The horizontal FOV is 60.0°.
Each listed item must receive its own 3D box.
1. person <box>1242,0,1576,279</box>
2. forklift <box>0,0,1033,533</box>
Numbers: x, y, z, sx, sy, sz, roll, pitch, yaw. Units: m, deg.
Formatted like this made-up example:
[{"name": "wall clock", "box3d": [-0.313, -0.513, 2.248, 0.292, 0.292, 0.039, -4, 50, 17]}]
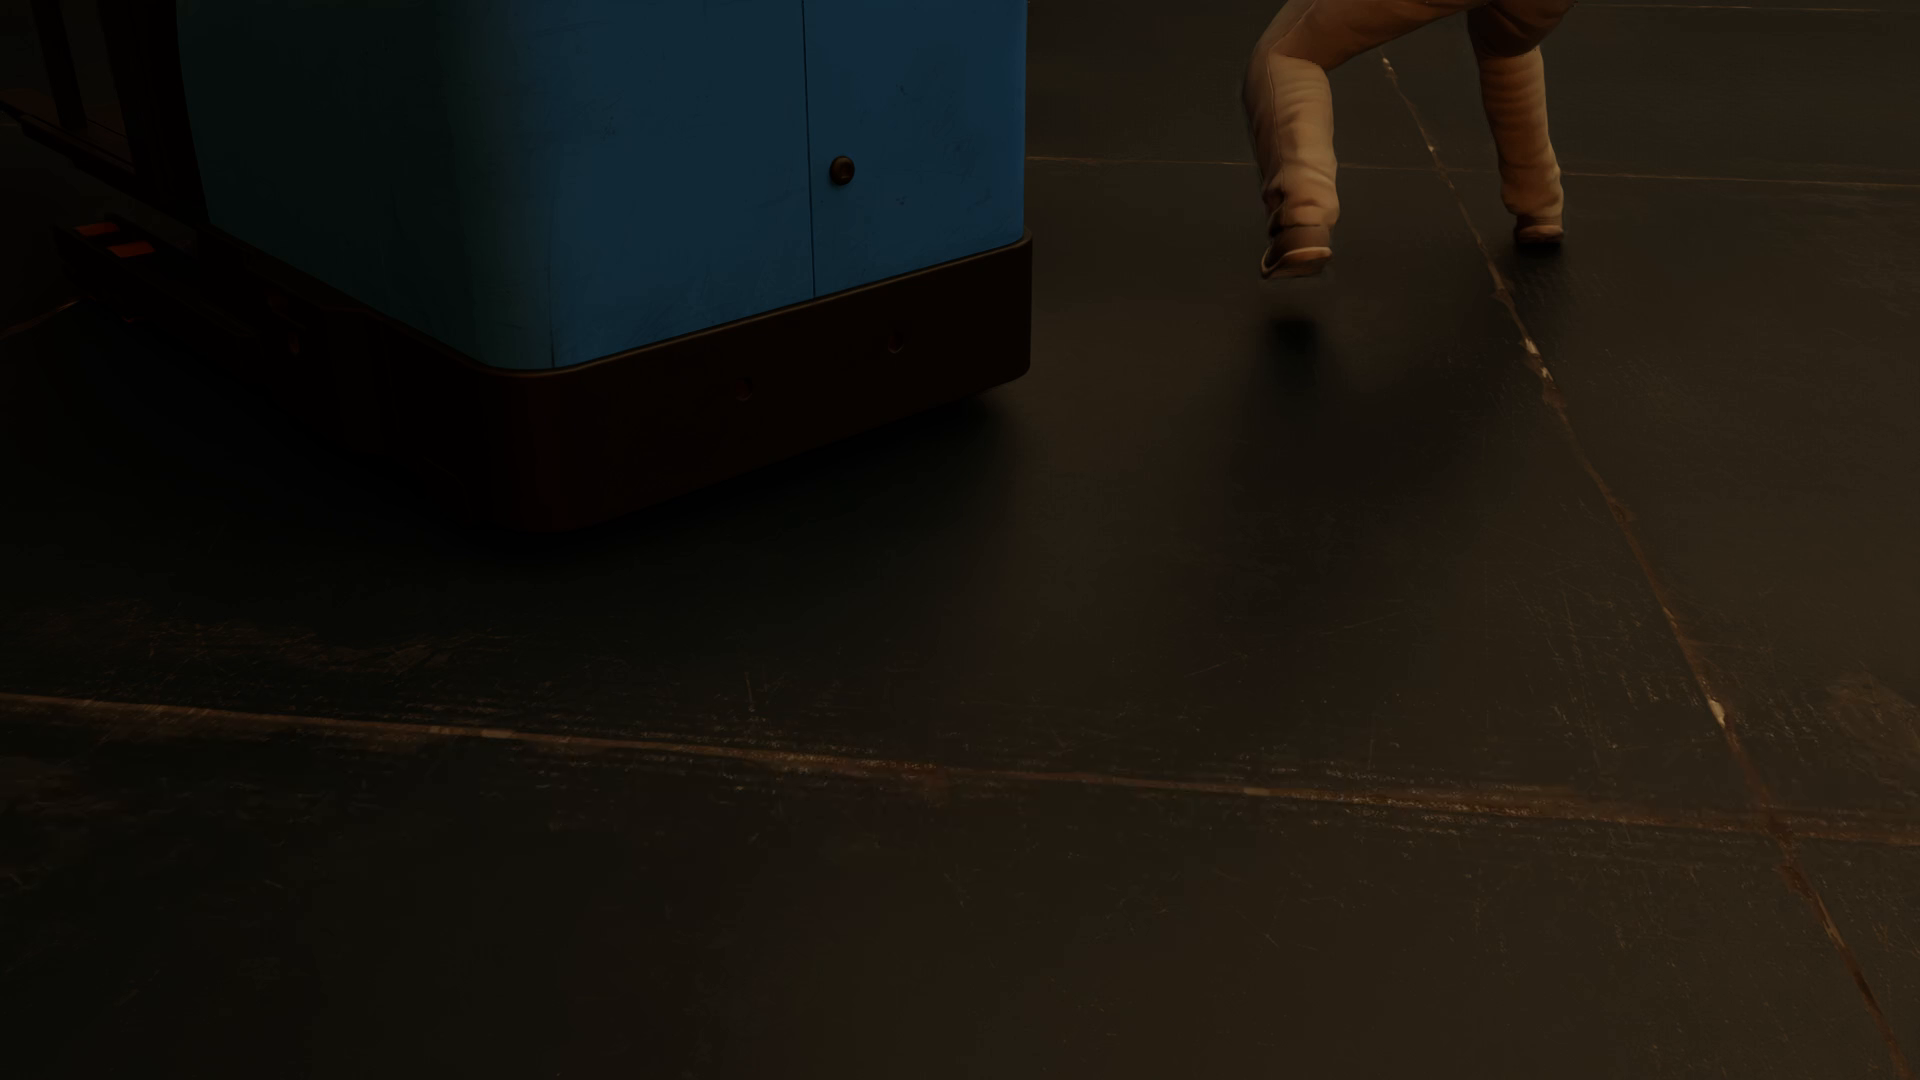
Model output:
[{"name": "person", "box3d": [1.068, -1.227, 3.376, 1.129, 1.592, 0.519, -11, 29, -21]}, {"name": "forklift", "box3d": [-1.250, -1.889, 3.003, 1.130, 2.935, 3.031, -23, 34, -38]}]
